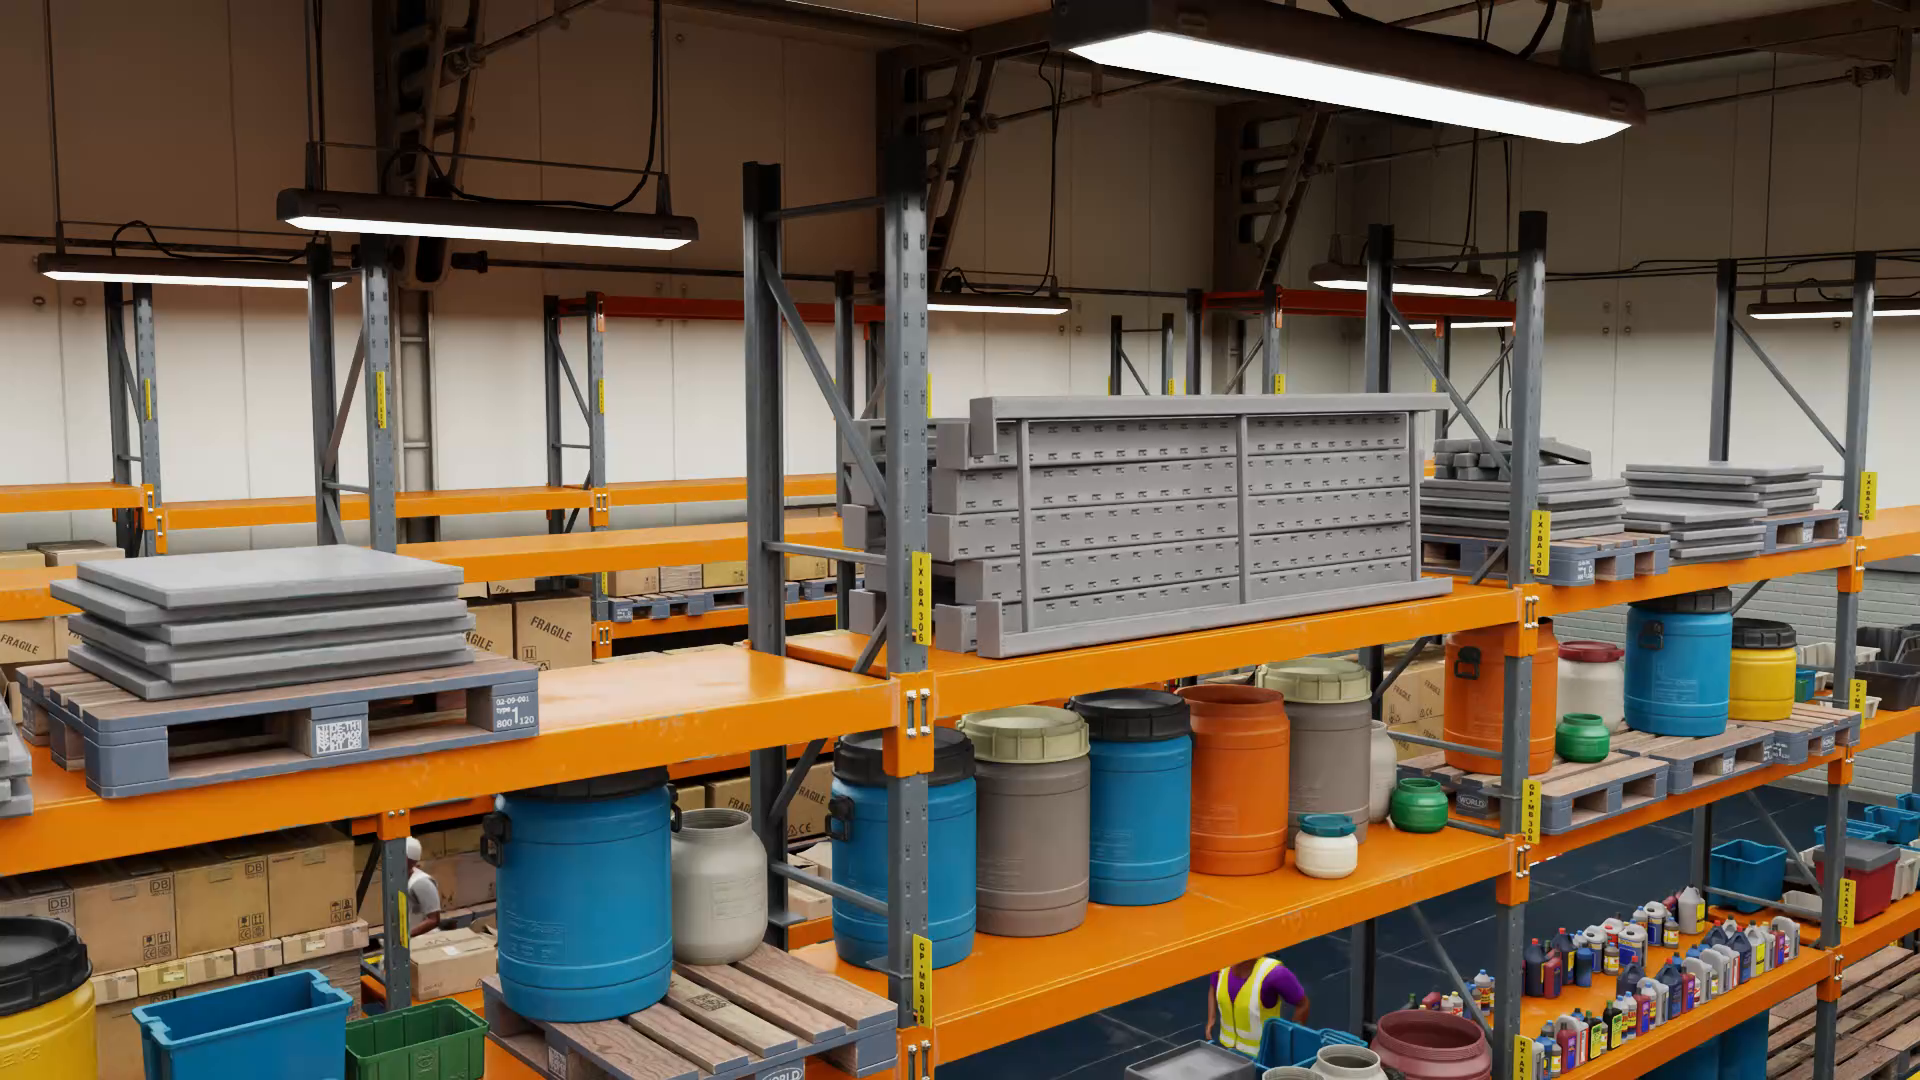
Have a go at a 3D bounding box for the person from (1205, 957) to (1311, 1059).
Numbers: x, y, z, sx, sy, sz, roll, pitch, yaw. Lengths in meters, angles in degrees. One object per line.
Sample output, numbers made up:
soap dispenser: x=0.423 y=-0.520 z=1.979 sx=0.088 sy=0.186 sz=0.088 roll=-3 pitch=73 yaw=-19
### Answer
person: x=1.885 y=3.273 z=10.750 sx=0.927 sy=1.754 sz=0.726 roll=-5 pitch=7 yaw=-40

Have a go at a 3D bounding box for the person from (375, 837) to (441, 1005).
person: x=-4.183 y=3.092 z=12.584 sx=0.571 sy=1.733 sz=0.689 roll=-5 pitch=8 yaw=-44
